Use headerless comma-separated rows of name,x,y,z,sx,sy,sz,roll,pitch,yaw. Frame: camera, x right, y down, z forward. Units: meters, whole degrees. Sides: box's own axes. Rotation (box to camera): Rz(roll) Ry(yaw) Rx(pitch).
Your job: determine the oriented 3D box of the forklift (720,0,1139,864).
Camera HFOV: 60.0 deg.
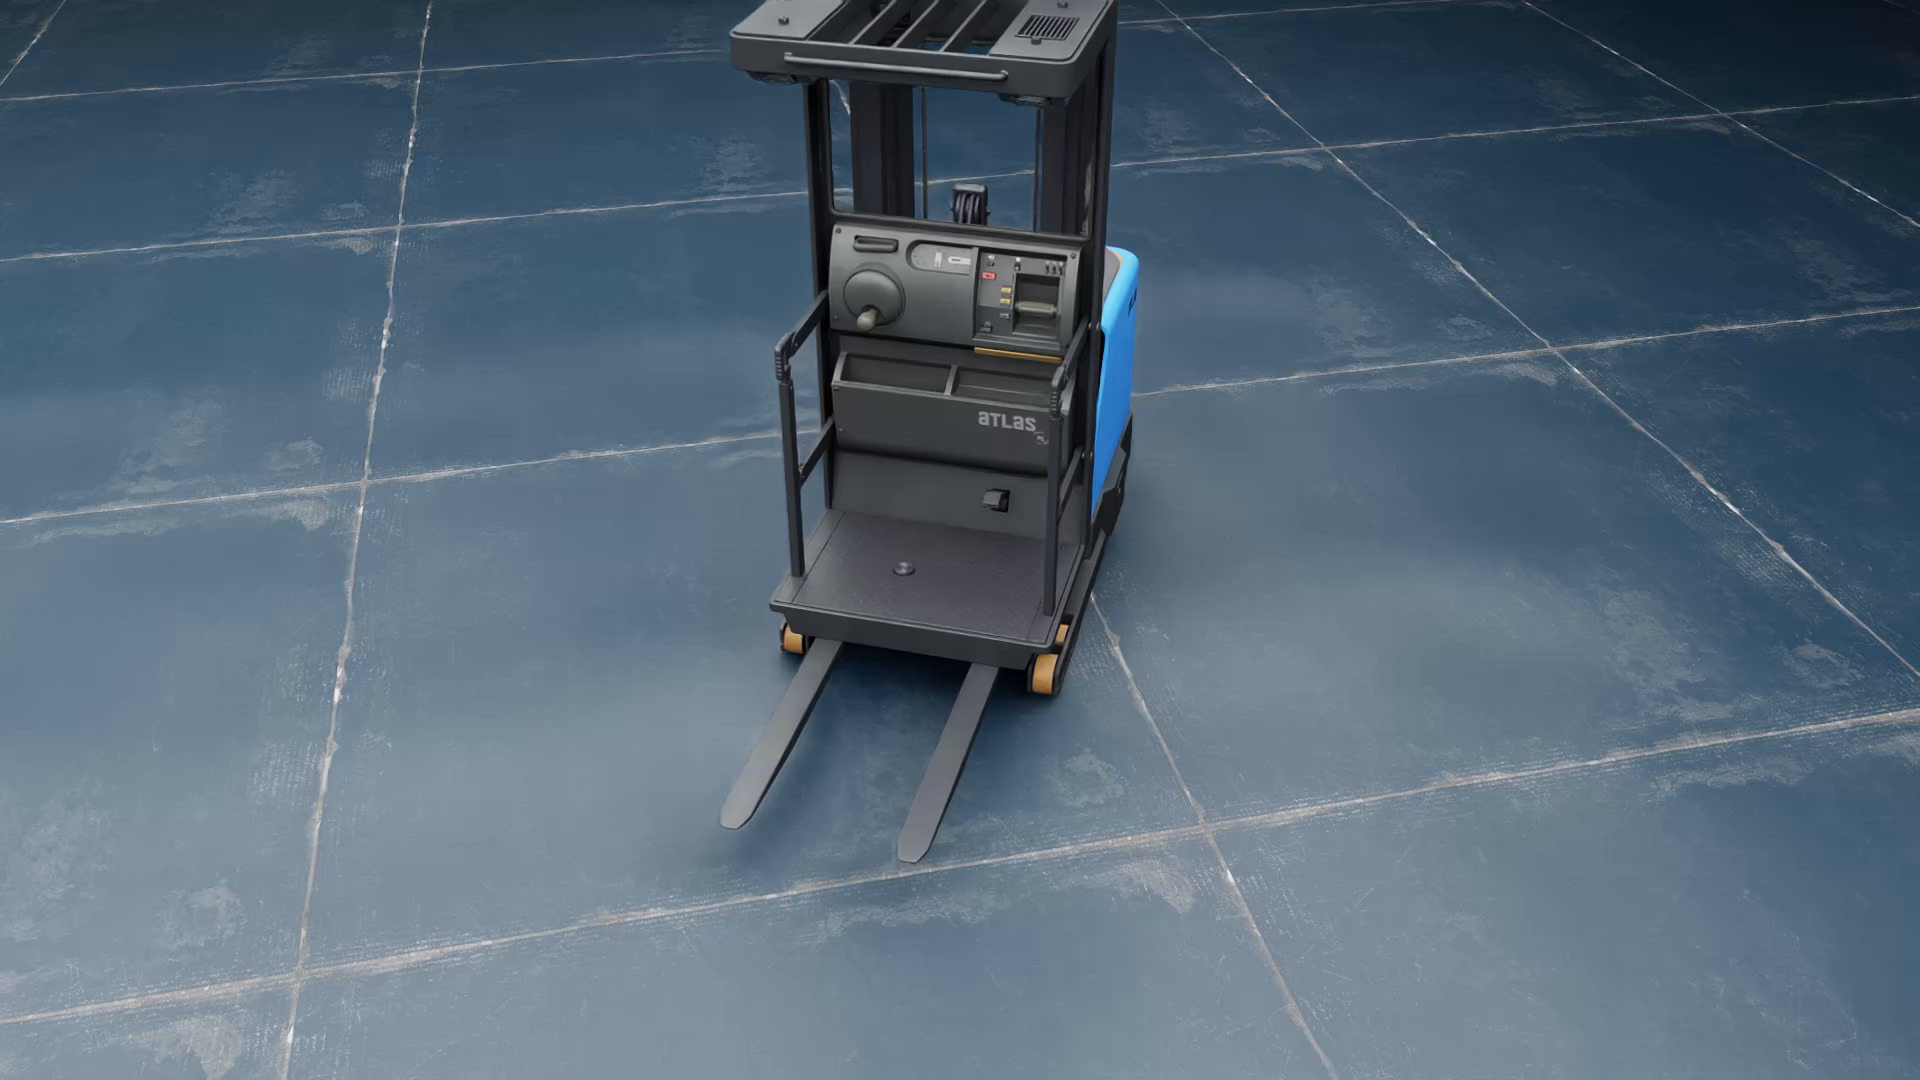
forklift,-0.079,-0.863,5.905,1.130,2.935,3.031,8,35,12
